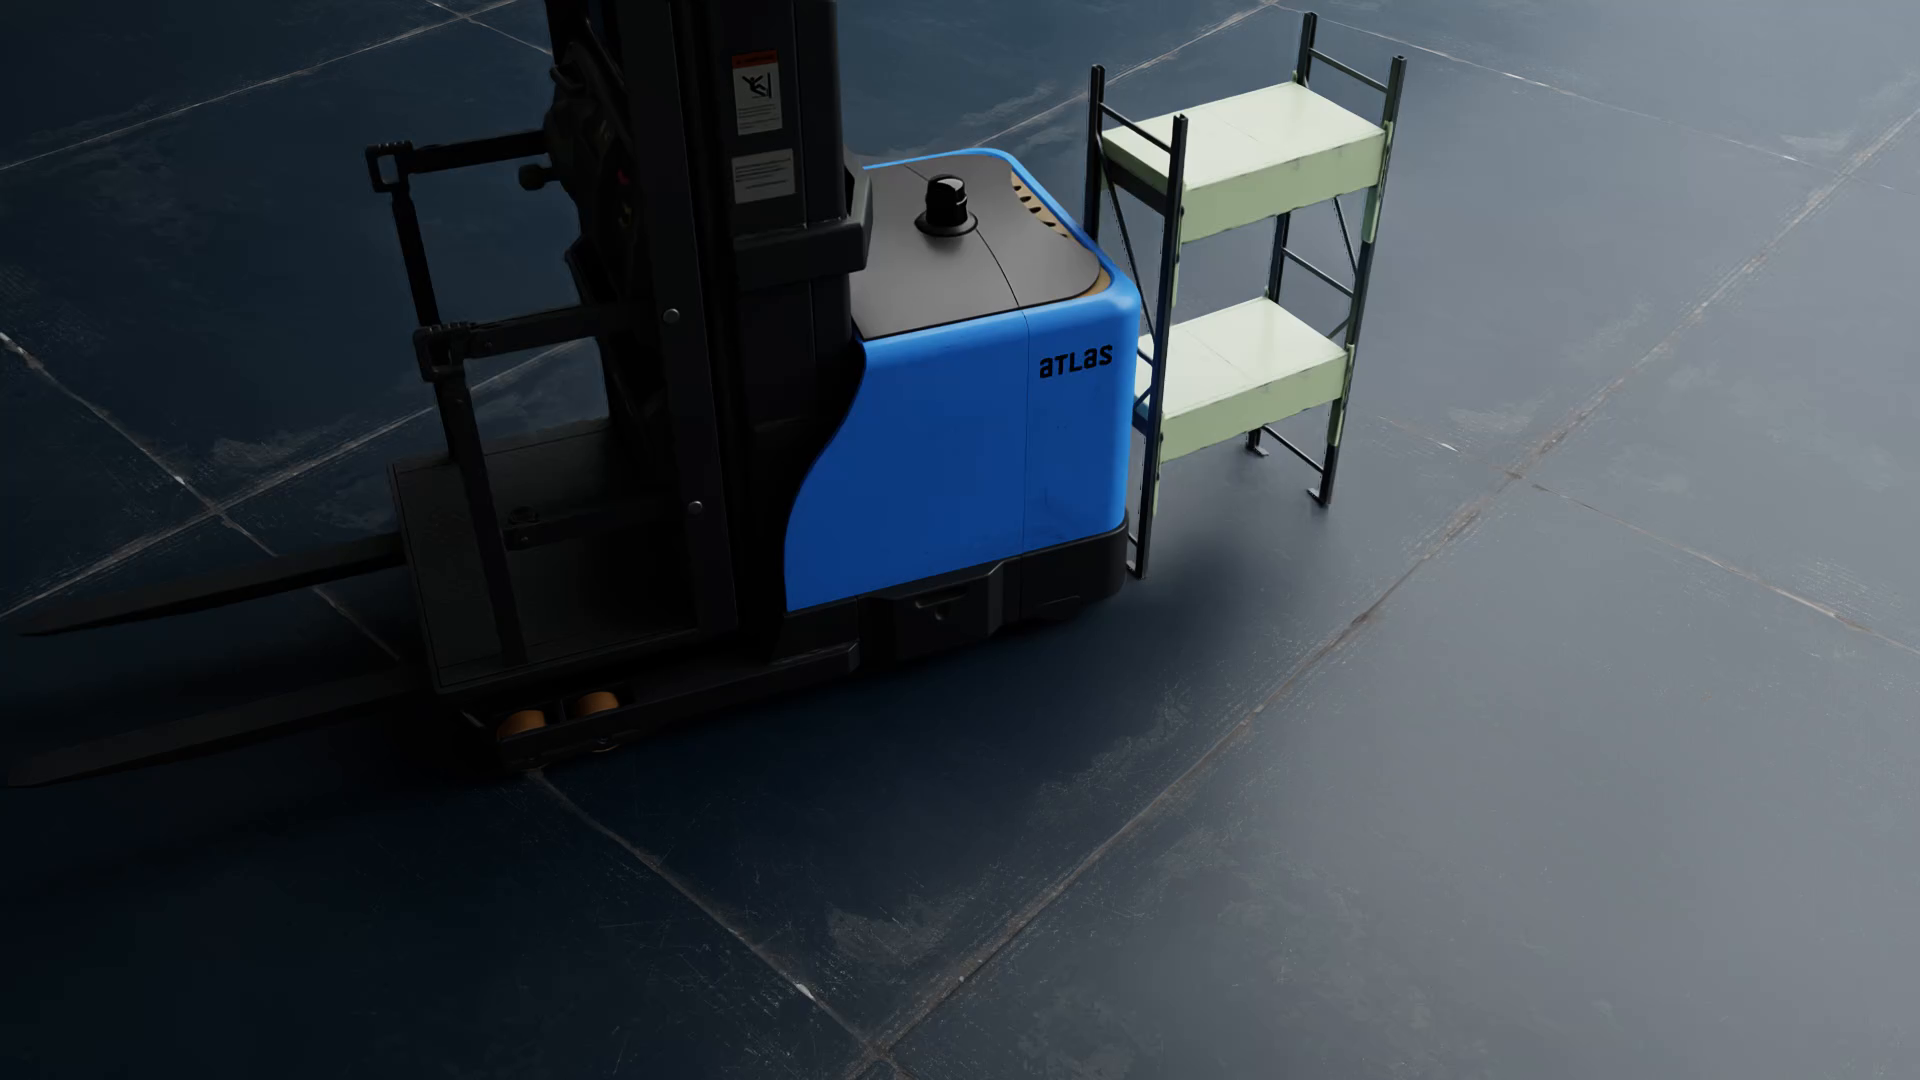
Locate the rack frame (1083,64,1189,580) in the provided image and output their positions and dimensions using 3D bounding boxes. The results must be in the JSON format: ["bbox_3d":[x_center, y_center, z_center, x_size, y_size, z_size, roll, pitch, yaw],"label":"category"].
[{"bbox_3d":[0.462,-0.575,4.768,0.023,1.500,0.400,-20,43,-24],"label":"rack frame"}]

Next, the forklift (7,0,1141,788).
[{"bbox_3d":[-1.076,-0.900,4.026,3.031,2.935,1.130,-14,41,-17],"label":"forklift"}]

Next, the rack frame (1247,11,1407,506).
[{"bbox_3d":[1.090,-0.809,5.062,0.023,1.500,0.400,-20,43,-24],"label":"rack frame"}]

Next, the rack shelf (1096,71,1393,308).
[{"bbox_3d":[0.776,-0.997,4.672,0.720,0.370,0.431,-20,43,-24],"label":"rack shelf"}]

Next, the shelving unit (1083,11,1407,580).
[{"bbox_3d":[0.776,-0.692,4.915,0.755,1.500,0.431,-20,43,-24],"label":"shelving unit"}]

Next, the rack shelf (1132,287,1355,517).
[{"bbox_3d":[0.776,-0.437,5.118,0.720,0.370,0.431,-20,43,-24],"label":"rack shelf"}]
